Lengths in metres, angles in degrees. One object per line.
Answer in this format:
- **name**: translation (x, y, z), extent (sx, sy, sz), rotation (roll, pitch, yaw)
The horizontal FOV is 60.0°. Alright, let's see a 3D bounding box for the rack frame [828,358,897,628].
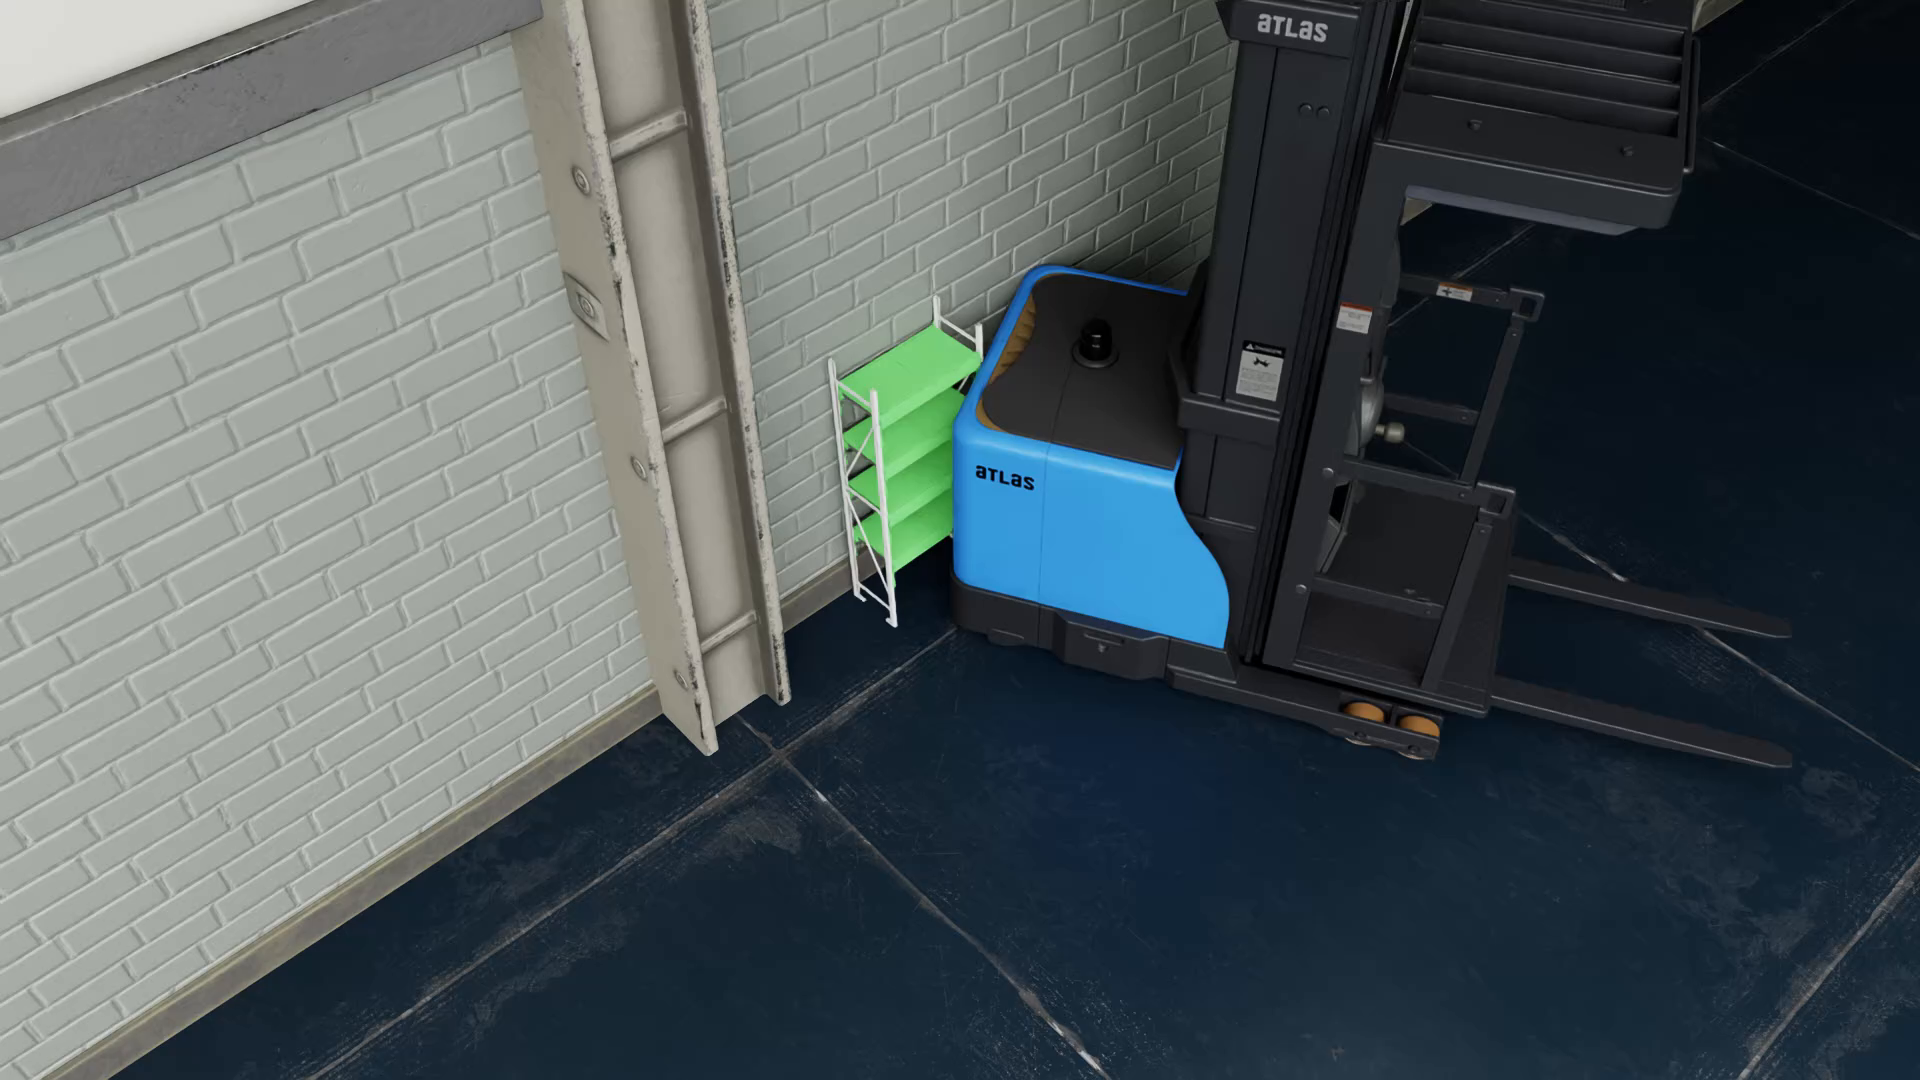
- **rack frame**: translation (-0.347, -0.142, 6.057), extent (0.015, 1.200, 0.240), rotation (-35, 54, -27)

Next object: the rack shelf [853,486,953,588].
- **rack shelf**: translation (-0.160, -0.055, 6.387), extent (0.480, 0.148, 0.258), rotation (-35, 54, -27)

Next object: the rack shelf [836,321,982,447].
- **rack shelf**: translation (-0.182, -0.554, 5.869), extent (0.480, 0.148, 0.258), rotation (-35, 54, -27)

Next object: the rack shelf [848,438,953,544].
- **rack shelf**: translation (-0.167, -0.222, 6.214), extent (0.480, 0.148, 0.258), rotation (-35, 54, -27)

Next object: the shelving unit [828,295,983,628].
- **shelving unit**: translation (-0.169, -0.266, 6.168), extent (0.503, 1.200, 0.258), rotation (-35, 54, -27)

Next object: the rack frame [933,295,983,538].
- **rack frame**: translation (0.009, -0.390, 6.280), extent (0.015, 1.200, 0.240), rotation (-35, 54, -27)

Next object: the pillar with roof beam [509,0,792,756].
- **pillar with roof beam**: translation (2.022, -0.106, 0.725), extent (0.400, 9.000, 9.100), rotation (-34, 56, -27)

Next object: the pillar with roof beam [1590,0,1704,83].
- **pillar with roof beam**: translation (6.462, -3.072, 3.462), extent (0.400, 9.000, 9.100), rotation (-34, 56, -27)

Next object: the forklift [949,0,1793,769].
- **forklift**: translation (1.534, -0.643, 5.349), extent (3.031, 2.935, 1.130), rotation (14, 49, 12)

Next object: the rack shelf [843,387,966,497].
- **rack shelf**: translation (-0.175, -0.388, 6.042), extent (0.480, 0.148, 0.258), rotation (-35, 54, -27)
